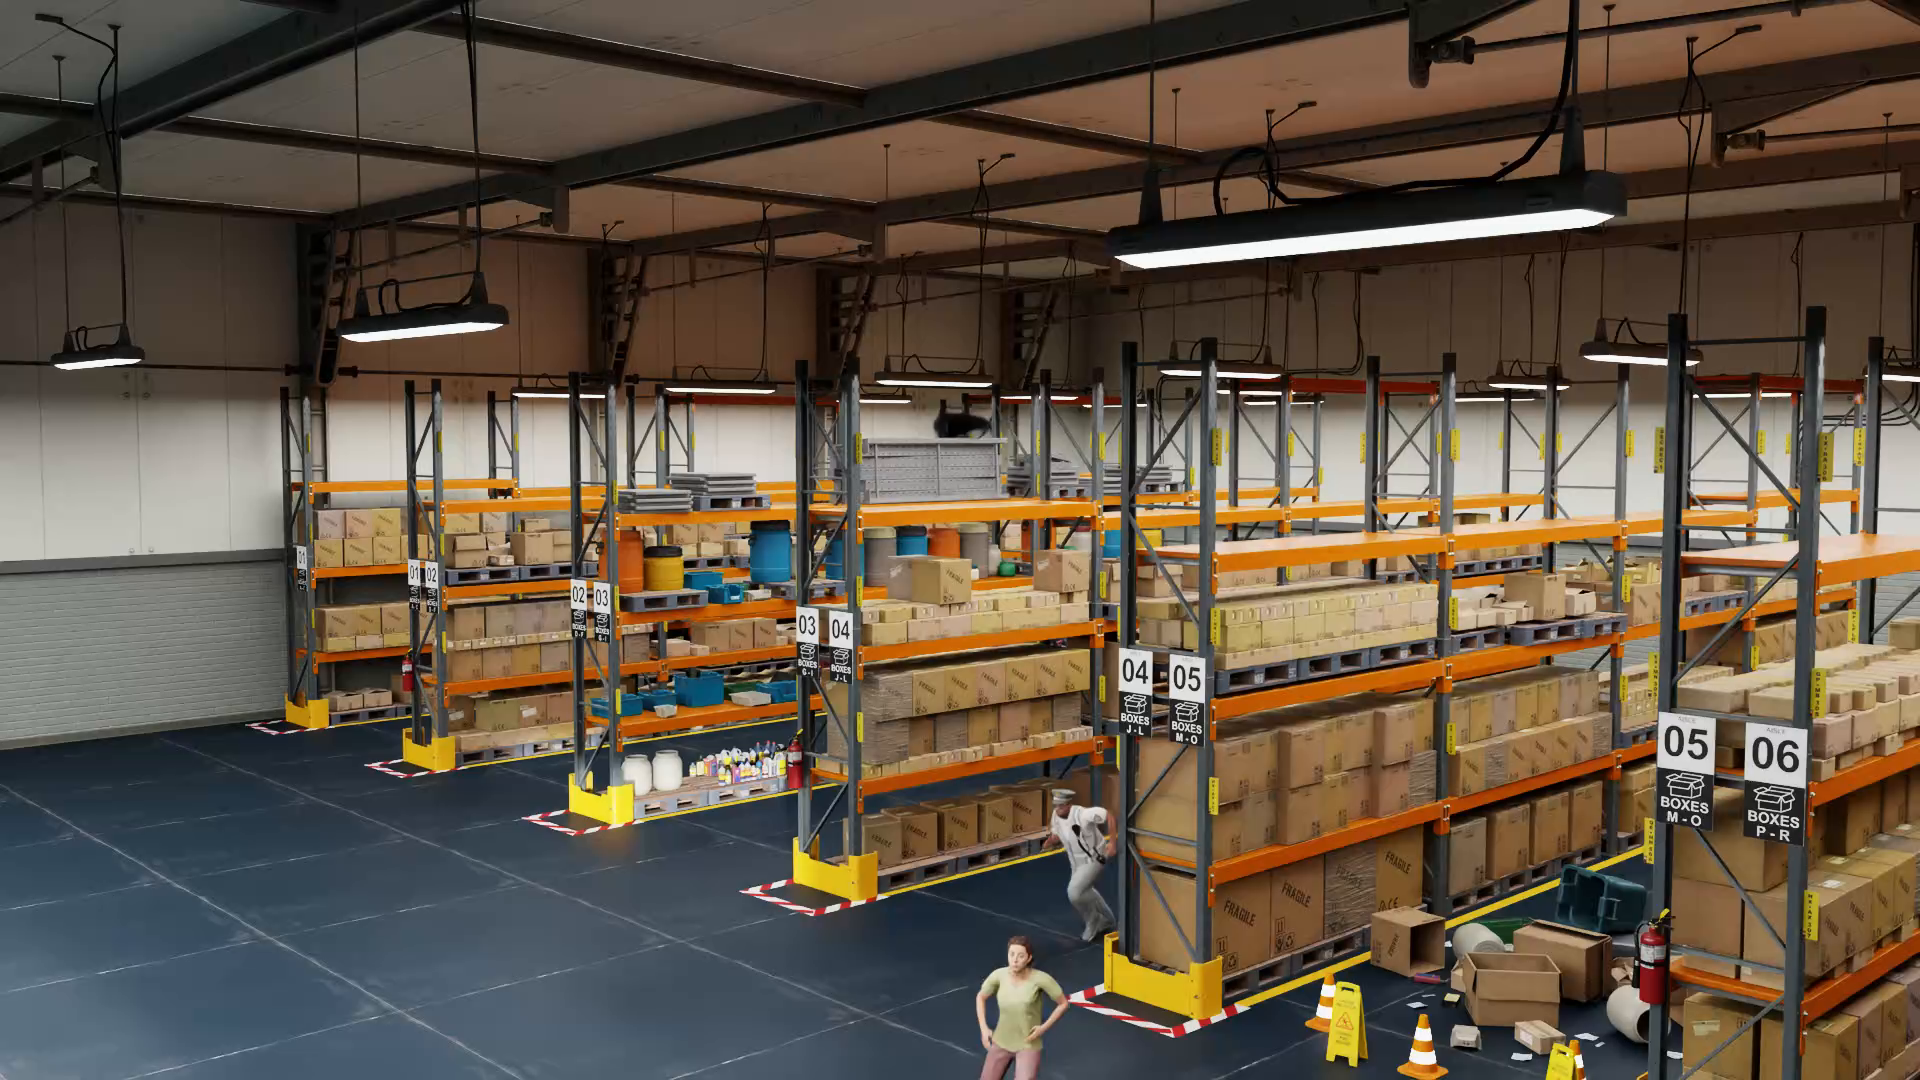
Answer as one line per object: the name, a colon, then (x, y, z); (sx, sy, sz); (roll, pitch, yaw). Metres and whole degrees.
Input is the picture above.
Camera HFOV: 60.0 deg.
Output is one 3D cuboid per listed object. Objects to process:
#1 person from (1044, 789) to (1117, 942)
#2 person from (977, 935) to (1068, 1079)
person: (1.276, 3.297, 16.885); (0.982, 1.623, 0.701); (-3, 5, -41)
person: (0.364, 3.613, 11.821); (0.805, 1.657, 0.718); (1, 4, 15)
